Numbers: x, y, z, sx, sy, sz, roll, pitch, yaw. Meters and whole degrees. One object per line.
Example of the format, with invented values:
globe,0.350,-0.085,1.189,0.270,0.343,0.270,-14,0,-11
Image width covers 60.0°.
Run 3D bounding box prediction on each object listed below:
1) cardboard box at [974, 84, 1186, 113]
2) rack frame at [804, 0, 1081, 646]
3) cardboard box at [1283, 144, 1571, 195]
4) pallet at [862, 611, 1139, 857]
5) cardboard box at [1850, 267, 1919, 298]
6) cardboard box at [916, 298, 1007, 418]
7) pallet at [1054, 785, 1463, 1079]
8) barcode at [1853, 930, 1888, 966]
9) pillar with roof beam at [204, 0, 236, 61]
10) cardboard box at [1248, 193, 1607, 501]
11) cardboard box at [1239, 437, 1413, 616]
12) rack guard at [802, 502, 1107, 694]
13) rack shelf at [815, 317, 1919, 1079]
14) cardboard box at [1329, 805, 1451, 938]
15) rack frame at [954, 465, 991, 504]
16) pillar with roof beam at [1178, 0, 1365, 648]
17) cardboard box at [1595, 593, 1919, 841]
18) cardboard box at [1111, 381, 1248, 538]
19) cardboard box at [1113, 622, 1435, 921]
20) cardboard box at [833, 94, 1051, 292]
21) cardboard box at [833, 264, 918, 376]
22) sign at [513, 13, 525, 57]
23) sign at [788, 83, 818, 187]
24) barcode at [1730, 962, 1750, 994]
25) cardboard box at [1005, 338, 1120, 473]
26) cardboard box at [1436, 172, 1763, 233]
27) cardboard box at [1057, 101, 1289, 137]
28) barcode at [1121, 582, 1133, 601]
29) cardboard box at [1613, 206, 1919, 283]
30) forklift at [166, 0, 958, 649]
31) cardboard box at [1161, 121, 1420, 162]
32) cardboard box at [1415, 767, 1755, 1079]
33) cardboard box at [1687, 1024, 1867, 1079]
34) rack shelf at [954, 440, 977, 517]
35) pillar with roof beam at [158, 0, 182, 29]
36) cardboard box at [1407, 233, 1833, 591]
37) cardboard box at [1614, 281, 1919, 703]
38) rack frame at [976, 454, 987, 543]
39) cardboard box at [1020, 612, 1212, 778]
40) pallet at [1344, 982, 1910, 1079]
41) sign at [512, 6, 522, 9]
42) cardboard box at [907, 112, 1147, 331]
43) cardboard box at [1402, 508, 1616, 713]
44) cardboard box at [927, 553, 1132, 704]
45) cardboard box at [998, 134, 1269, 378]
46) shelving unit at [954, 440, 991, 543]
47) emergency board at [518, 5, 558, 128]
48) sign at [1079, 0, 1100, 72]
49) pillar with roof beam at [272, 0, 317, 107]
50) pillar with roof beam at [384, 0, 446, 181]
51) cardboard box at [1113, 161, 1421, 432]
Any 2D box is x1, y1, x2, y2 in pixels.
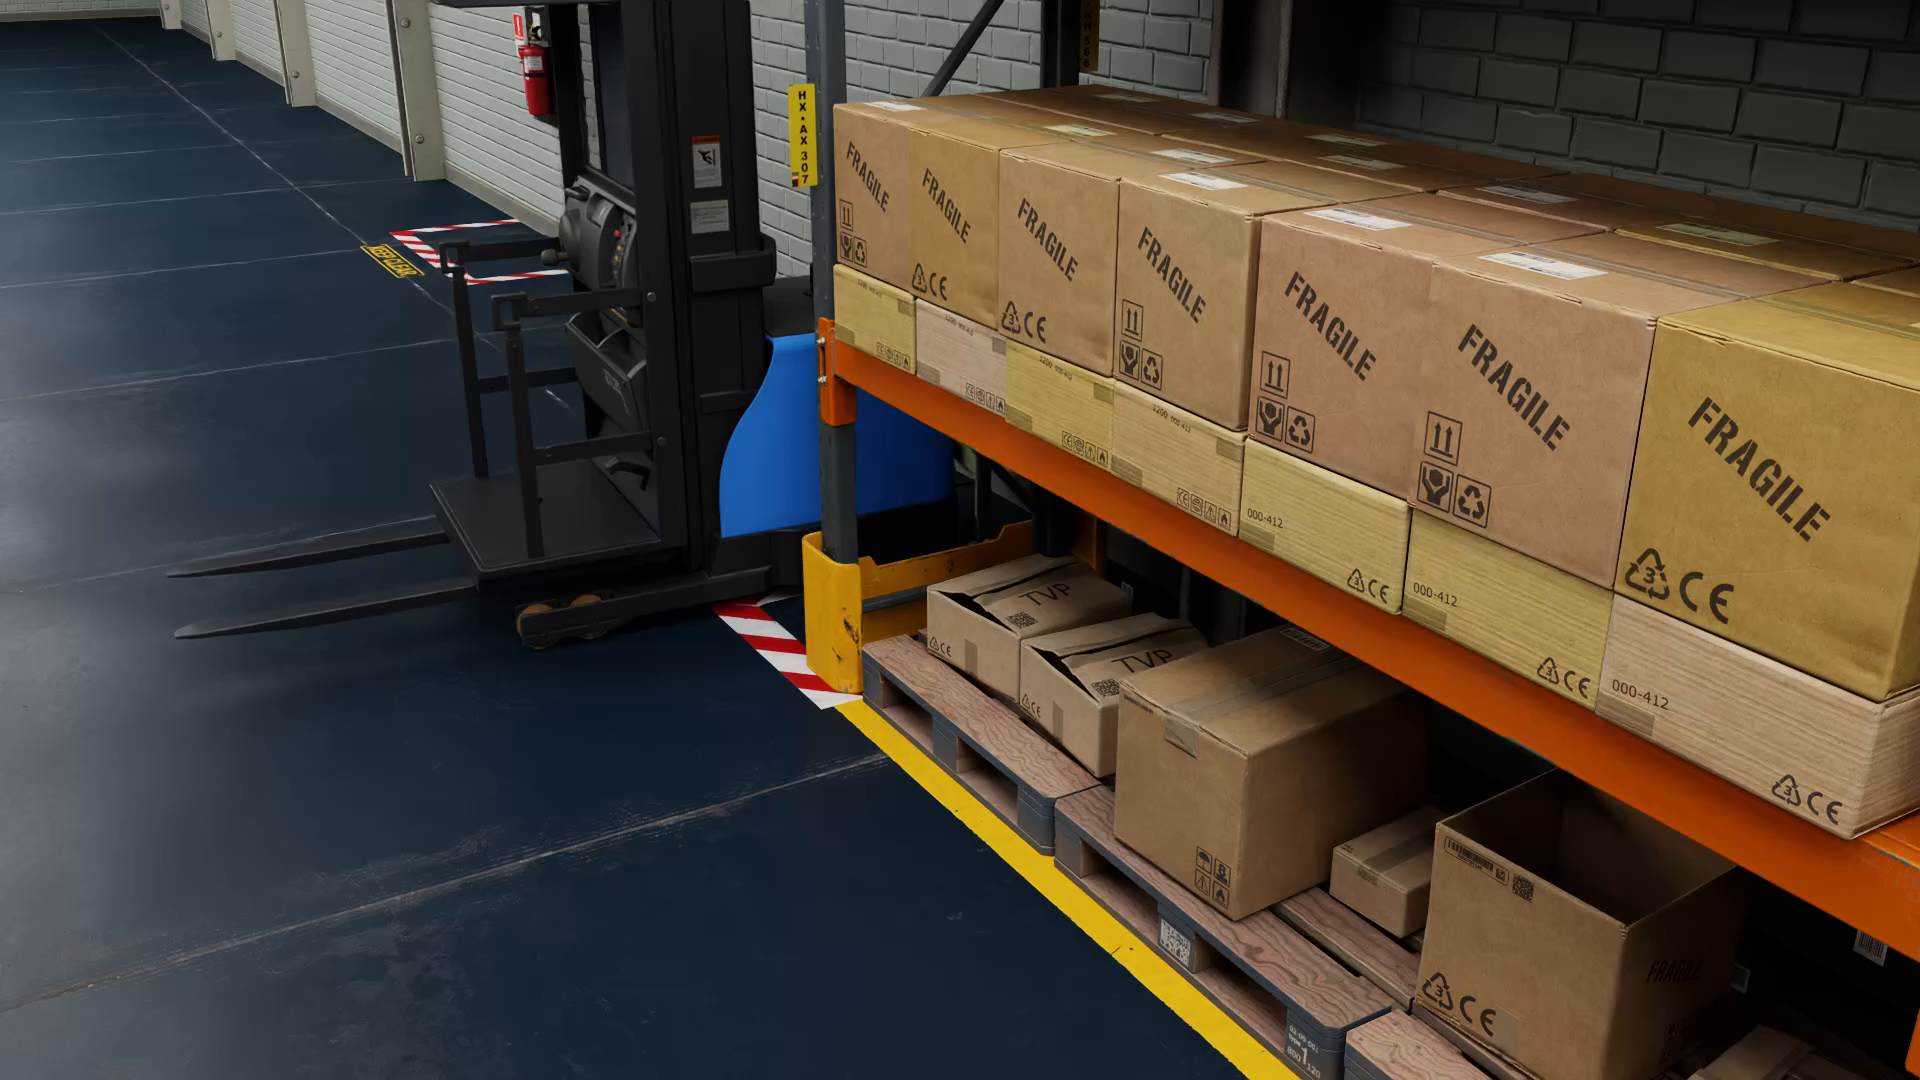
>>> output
cardboard box,0.381,-1.196,5.448,0.500,0.500,0.500,-13,25,-29
rack frame,-0.042,-1.021,5.840,1.000,3.000,0.127,-13,25,-28
cardboard box,1.155,-0.702,4.232,0.500,0.500,0.500,-12,25,-28
pallet,0.381,0.565,5.641,1.003,0.211,1.213,-13,25,-28
cardboard box,1.940,-0.206,3.010,0.500,0.500,0.500,-13,26,-29
cardboard box,0.212,-0.576,4.919,0.500,0.250,0.500,-13,26,-30
pallet,1.000,0.960,4.670,1.003,0.211,1.213,-13,25,-28
barcode,1.931,0.859,3.525,0.001,0.075,0.075,-13,25,-28
pillar with roof beam,-14.902,-10.681,21.639,9.100,9.000,0.400,-13,25,-28
cardboard box,0.986,-0.432,3.568,0.500,0.500,0.500,-13,26,-30
cardboard box,0.981,-0.084,3.706,0.500,0.250,0.500,-13,25,-29
rack guard,-0.003,0.162,6.250,1.175,0.500,0.348,-13,25,-28
rack shelf,0.979,-0.040,4.382,1.077,0.370,4.000,-13,25,-28
cardboard box,1.201,0.869,4.391,0.380,0.149,0.250,-15,26,-32
rack frame,-0.042,-0.847,7.403,0.400,1.500,0.023,-10,24,-22
pillar with roof beam,-2.642,-2.912,2.525,9.100,9.000,0.400,-13,25,-28
cardboard box,1.498,0.239,2.912,0.500,0.250,0.500,-13,25,-28
cardboard box,0.723,-0.246,4.106,0.500,0.250,0.500,-12,25,-28
cardboard box,0.857,0.606,4.572,0.700,0.500,0.500,-14,26,-32
cardboard box,-0.057,-1.096,5.201,0.500,0.500,0.500,-13,25,-28
cardboard box,-0.066,-0.742,5.325,0.500,0.250,0.500,-13,26,-30
sign,-3.429,-3.926,12.939,0.001,0.329,0.234,-13,25,-28
sign,-0.509,-1.318,5.420,0.100,0.325,0.005,-13,25,-28
barcode,1.825,1.025,3.914,0.001,0.075,0.075,-13,25,-28
cardboard box,0.467,-0.410,4.510,0.500,0.250,0.500,-13,26,-29
cardboard box,1.430,-0.536,3.824,0.500,0.500,0.500,-12,25,-27
cardboard box,0.630,-1.032,5.043,0.500,0.500,0.500,-12,25,-28
barcode,0.587,0.187,5.843,0.001,0.075,0.075,-13,25,-28
cardboard box,1.679,-0.374,3.424,0.500,0.500,0.500,-13,25,-29
forklift,-1.564,-1.172,6.303,3.031,2.935,1.130,-11,24,-24
cardboard box,0.898,-0.865,4.633,0.500,0.500,0.500,-13,26,-30
cardboard box,1.436,0.900,3.850,0.500,0.500,0.500,-15,26,-32
cardboard box,1.702,1.215,3.517,0.380,0.166,0.250,-17,27,-35
rack shelf,0.107,-0.419,7.216,0.431,0.370,0.720,-10,24,-22
pillar with roof beam,-17.967,-12.623,26.417,9.100,9.000,0.400,-13,25,-28
cardboard box,1.234,-0.267,3.162,0.500,0.500,0.500,-13,25,-29
cardboard box,1.494,-0.107,2.768,0.500,0.500,0.500,-13,25,-28
rack frame,0.256,-0.595,6.784,0.400,1.500,0.023,-10,24,-22
cardboard box,0.525,0.447,5.216,0.500,0.311,0.500,-10,24,-24
pallet,1.627,1.355,3.697,1.003,0.211,1.213,-13,25,-28
sign,-3.435,-4.168,12.831,0.001,0.109,0.331,-13,25,-28
cardboard box,0.187,-0.934,4.802,0.500,0.500,0.500,-13,25,-28
cardboard box,1.251,0.076,3.313,0.500,0.250,0.500,-12,25,-28
cardboard box,0.234,0.262,5.670,0.500,0.311,0.500,-16,27,-34
cardboard box,0.446,-0.765,4.388,0.500,0.500,0.500,-14,26,-30
shelving unit,0.107,-0.721,7.093,0.431,1.500,0.755,-10,24,-22
emergency board,-3.236,-3.710,12.456,0.194,1.169,0.643,-13,25,-28
sign,0.445,-1.804,5.809,0.100,0.325,0.005,-13,25,-28
pillar with roof beam,-11.837,-8.739,16.860,9.100,9.000,0.400,-13,25,-28
pillar with roof beam,-8.772,-6.796,12.082,9.100,9.000,0.400,-13,25,-28
cardboard box,0.719,-0.601,3.982,0.500,0.500,0.500,-12,25,-27
